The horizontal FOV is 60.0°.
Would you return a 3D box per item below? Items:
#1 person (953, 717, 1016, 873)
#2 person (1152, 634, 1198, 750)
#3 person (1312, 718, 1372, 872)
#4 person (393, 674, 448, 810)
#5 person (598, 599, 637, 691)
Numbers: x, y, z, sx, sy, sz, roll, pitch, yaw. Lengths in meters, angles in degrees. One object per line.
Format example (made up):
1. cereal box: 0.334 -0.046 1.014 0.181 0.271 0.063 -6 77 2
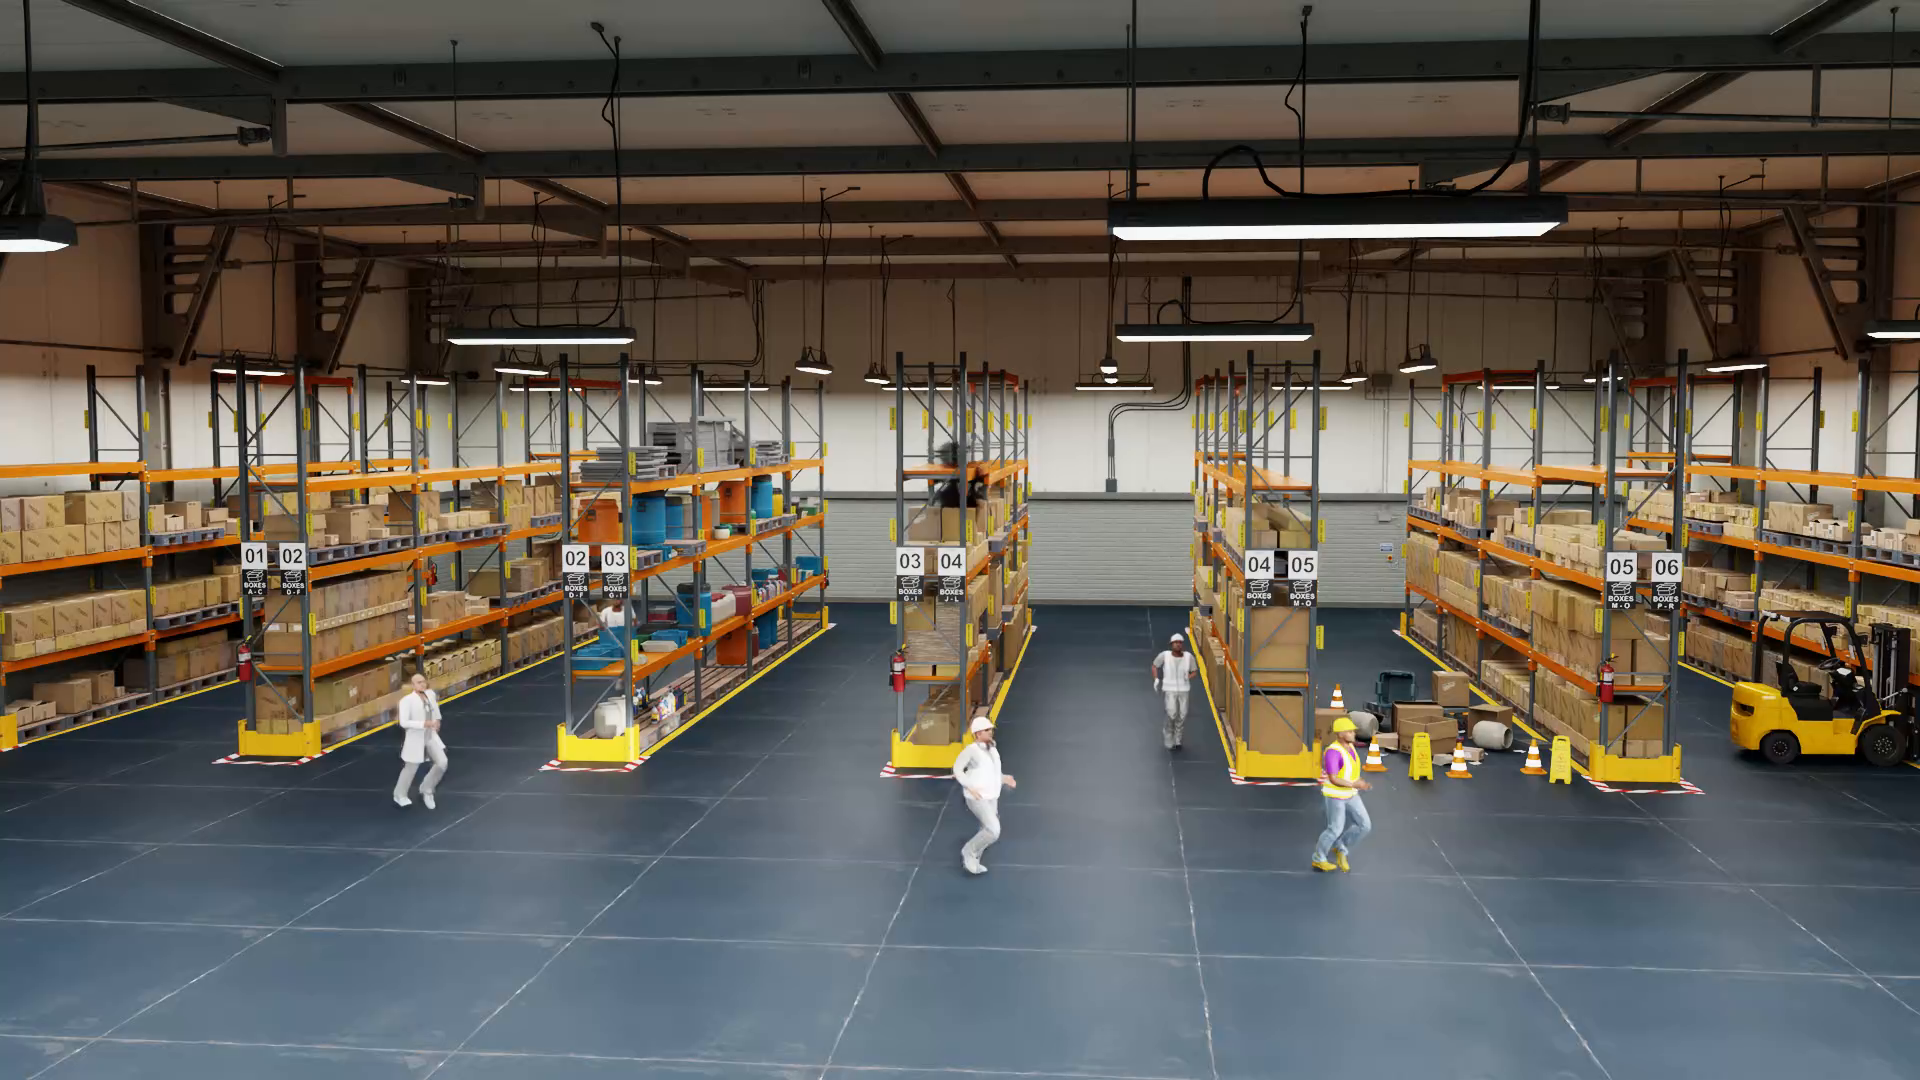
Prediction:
1. person: 0.287 2.821 18.347 0.615 1.729 0.635 3 5 34
2. person: 3.293 2.314 25.310 0.660 1.768 0.674 0 4 -5
3. person: 4.244 2.821 18.342 0.757 1.737 0.674 4 6 42
4. person: -6.927 2.597 21.422 0.933 1.758 0.731 3 5 39
5. person: -6.479 1.871 31.363 0.686 1.760 0.874 0 4 3
